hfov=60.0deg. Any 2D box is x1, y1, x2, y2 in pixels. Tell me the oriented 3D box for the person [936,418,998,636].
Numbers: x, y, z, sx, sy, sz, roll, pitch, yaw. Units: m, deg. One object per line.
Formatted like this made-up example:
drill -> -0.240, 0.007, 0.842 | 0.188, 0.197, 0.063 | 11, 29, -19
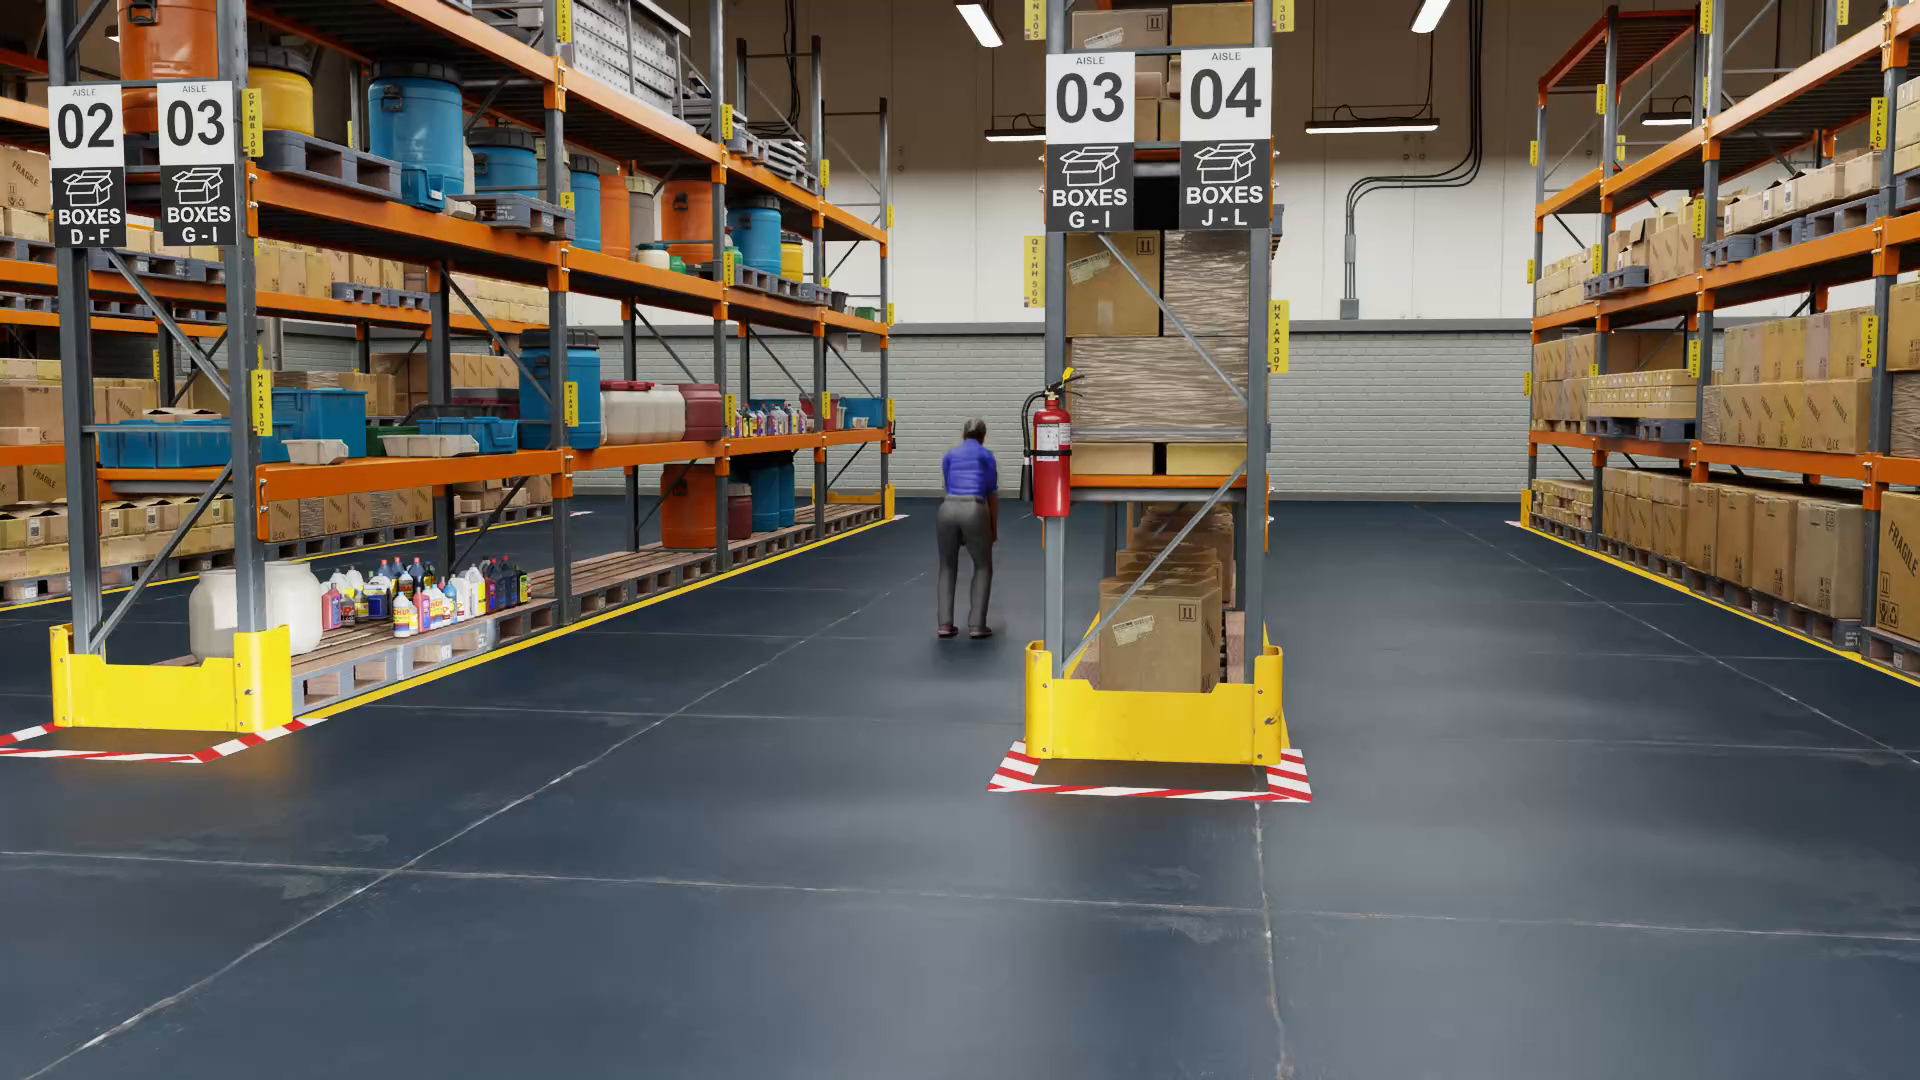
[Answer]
person -> 0.055, -0.097, 11.881 | 0.408, 1.550, 0.597 | 1, 5, 17
